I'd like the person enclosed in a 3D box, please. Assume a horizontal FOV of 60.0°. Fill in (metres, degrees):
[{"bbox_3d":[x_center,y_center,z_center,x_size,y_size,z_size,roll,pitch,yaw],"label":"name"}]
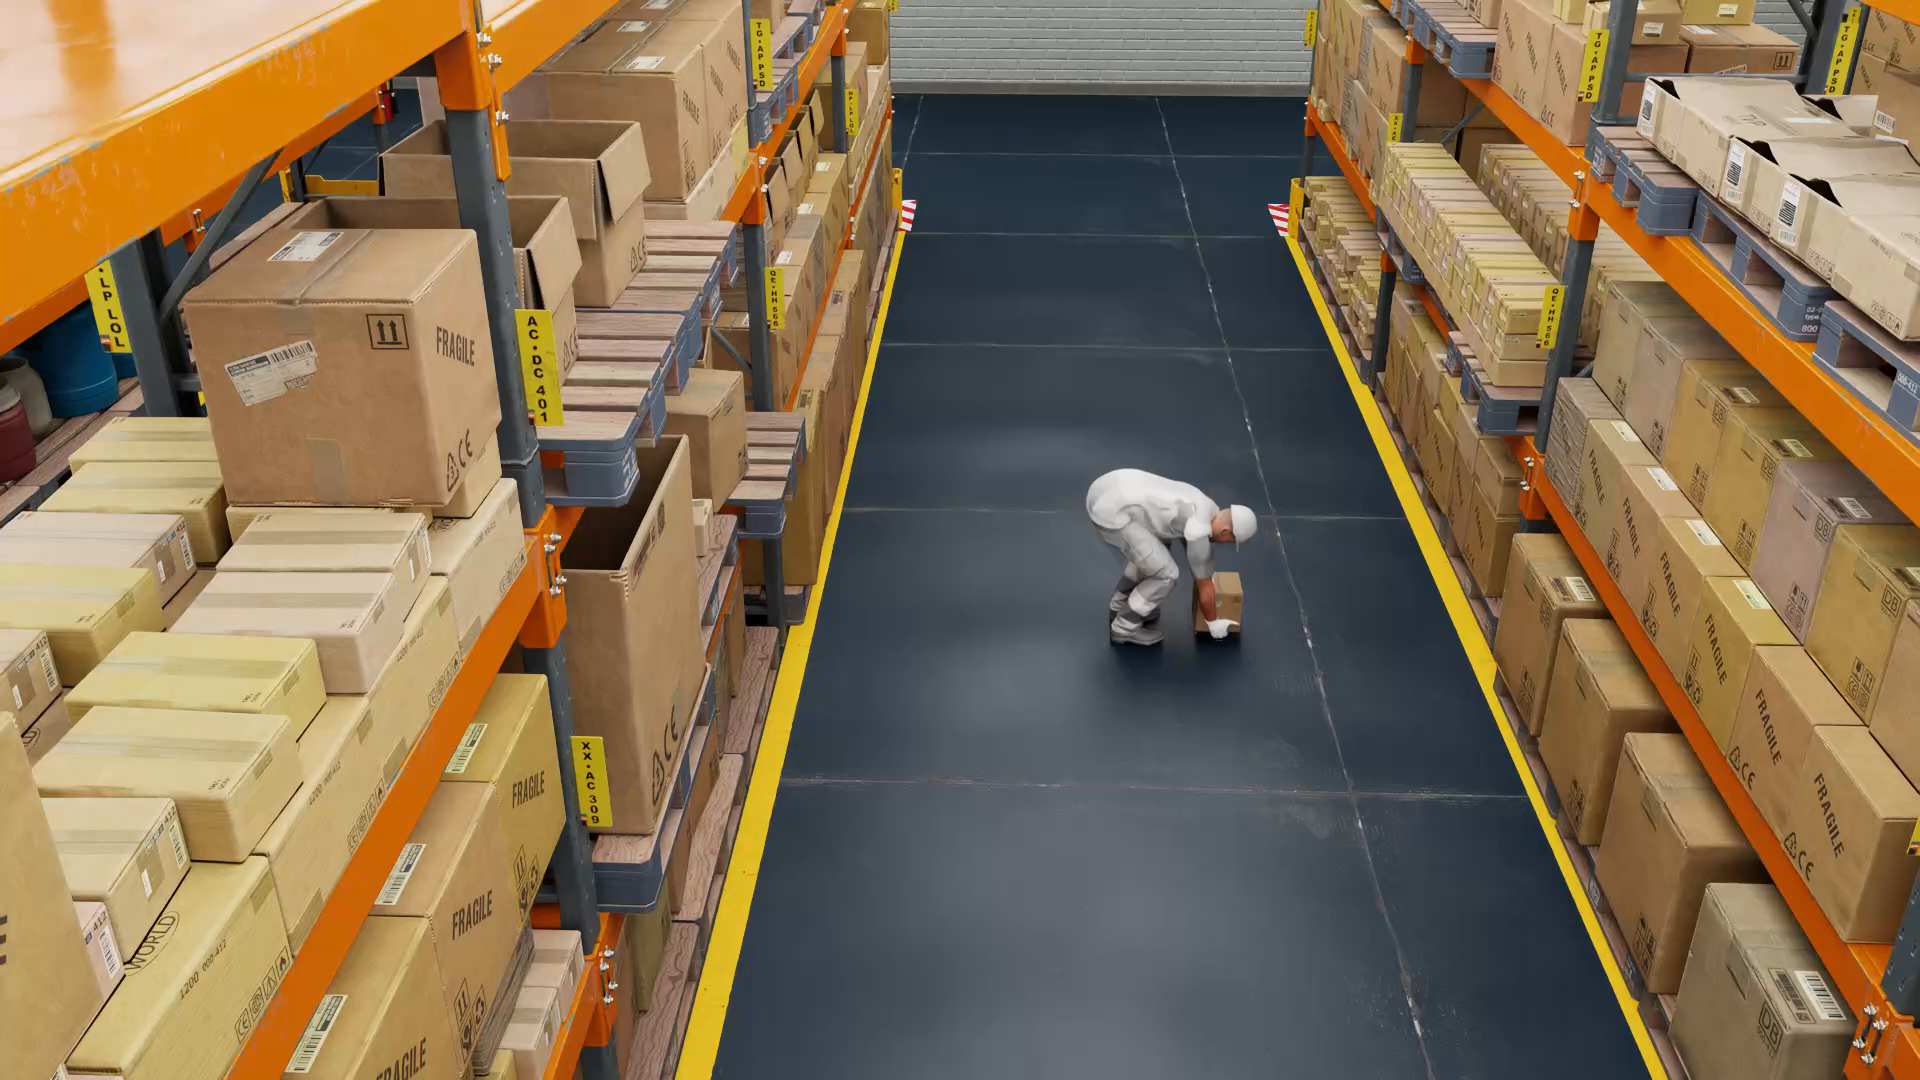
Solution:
[{"bbox_3d":[1.171,0.076,9.310,0.949,0.983,0.531,0,28,-1],"label":"person"}]
